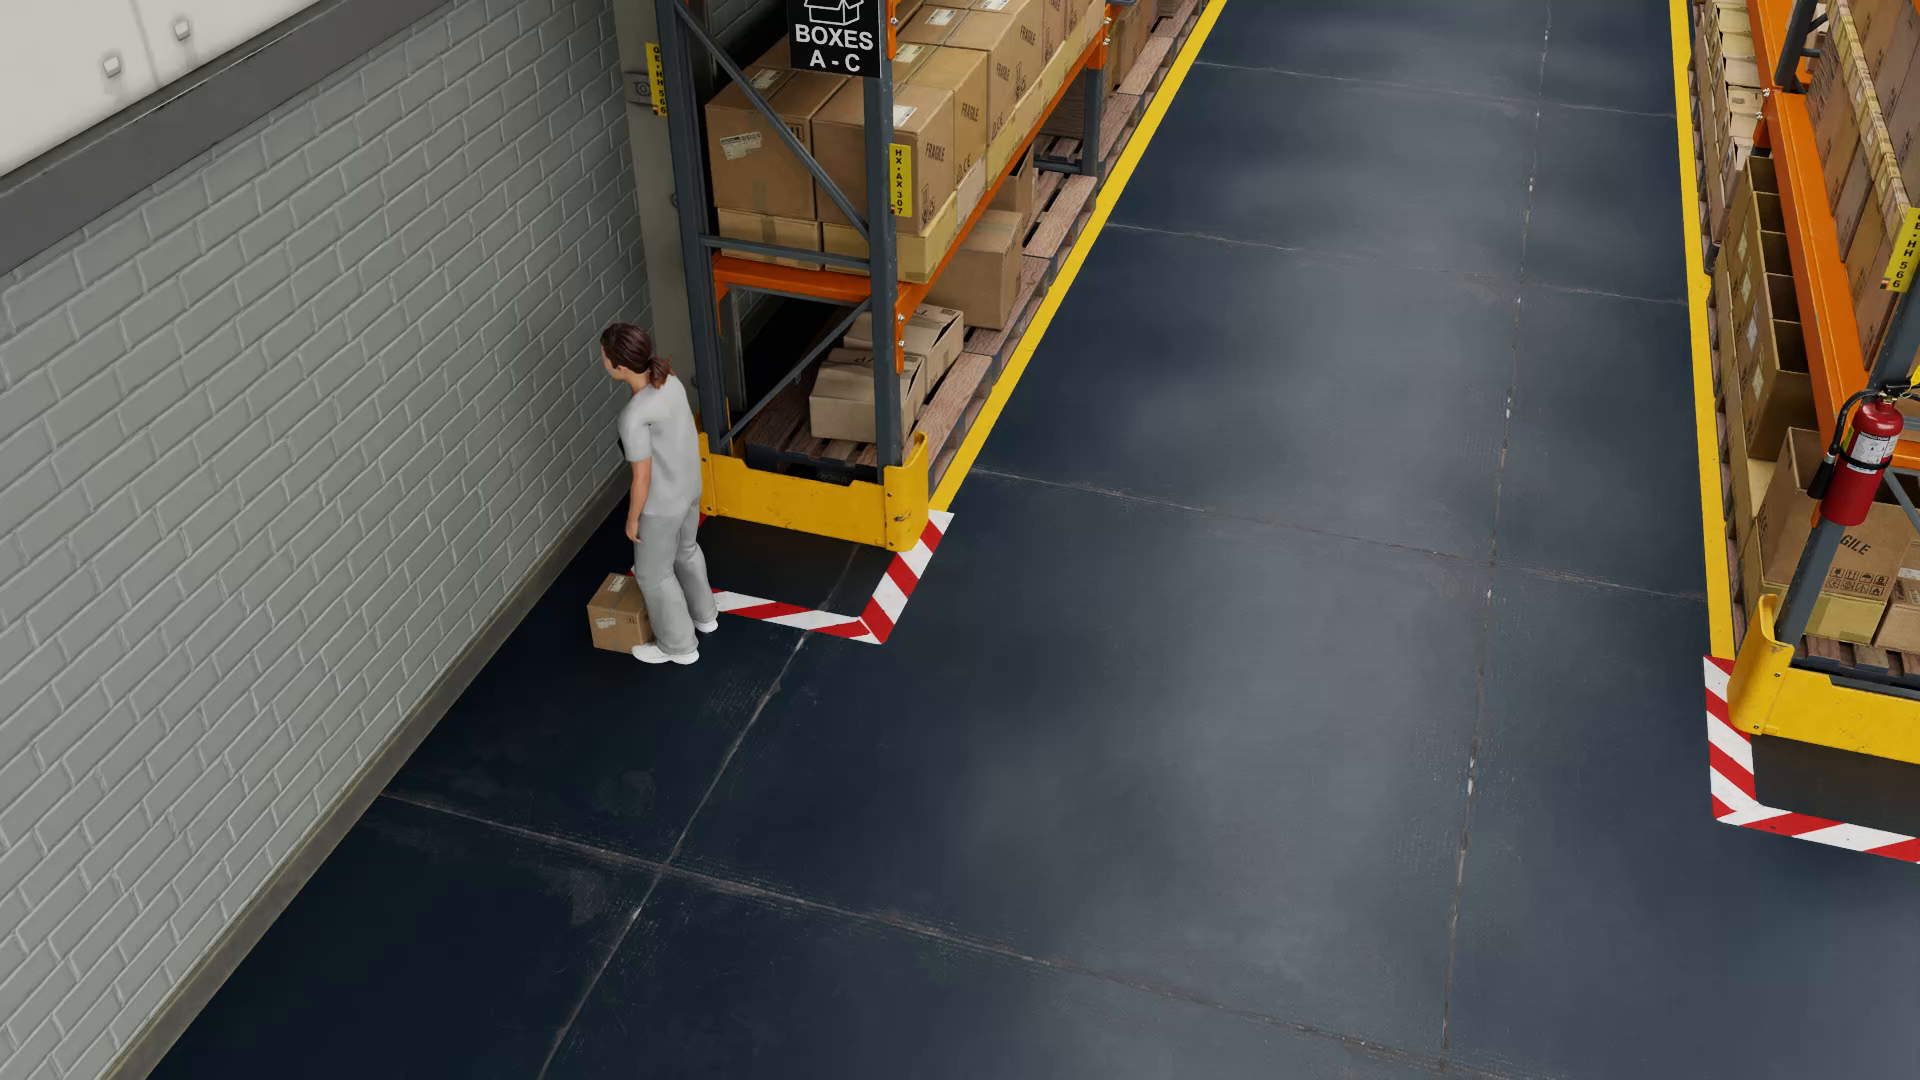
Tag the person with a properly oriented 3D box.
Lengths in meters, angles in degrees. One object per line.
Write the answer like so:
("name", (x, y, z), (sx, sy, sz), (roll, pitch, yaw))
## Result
("person", (-1.288, -0.190, 7.142), (0.354, 1.673, 0.490), (11, 38, 14))
